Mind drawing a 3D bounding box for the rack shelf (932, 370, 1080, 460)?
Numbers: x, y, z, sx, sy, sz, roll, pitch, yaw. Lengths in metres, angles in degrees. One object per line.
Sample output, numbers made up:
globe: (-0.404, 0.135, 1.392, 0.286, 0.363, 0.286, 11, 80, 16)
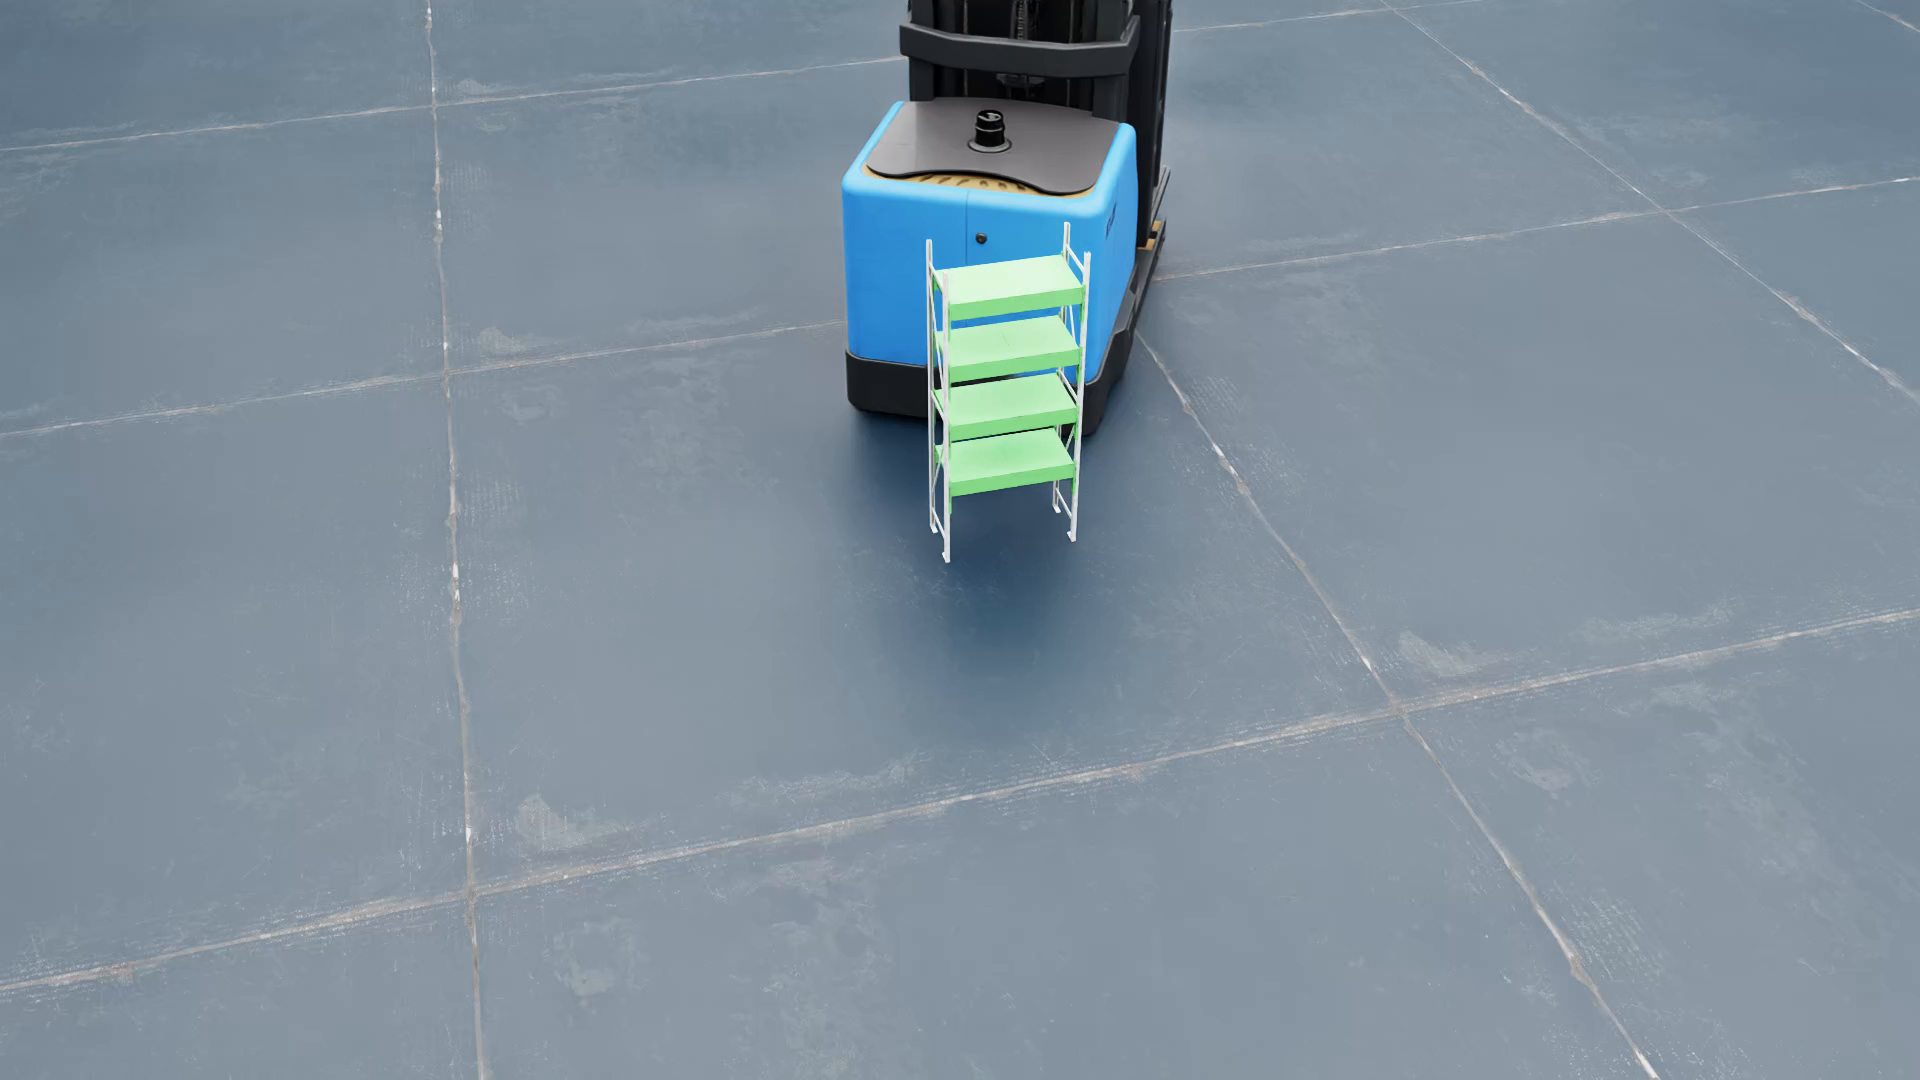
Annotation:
rack shelf: (0.160, -0.452, 5.959, 0.480, 0.148, 0.258, -9, 38, -12)

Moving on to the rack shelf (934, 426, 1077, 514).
rack shelf: (0.160, -0.261, 6.104, 0.480, 0.148, 0.258, -9, 38, -12)

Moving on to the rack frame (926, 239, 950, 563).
rack frame: (-0.076, -0.464, 5.869, 0.015, 1.200, 0.240, -9, 38, -12)

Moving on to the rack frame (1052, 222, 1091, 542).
rack frame: (0.395, -0.541, 5.970, 0.015, 1.200, 0.240, -9, 38, -12)

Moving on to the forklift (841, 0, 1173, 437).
forklift: (0.377, -2.475, 7.073, 1.130, 2.935, 3.031, 8, 38, 11)

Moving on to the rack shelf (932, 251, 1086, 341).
rack shelf: (0.160, -0.833, 5.667, 0.480, 0.148, 0.258, -9, 38, -12)

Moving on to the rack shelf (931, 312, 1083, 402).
rack shelf: (0.160, -0.643, 5.813, 0.480, 0.148, 0.258, -9, 38, -12)

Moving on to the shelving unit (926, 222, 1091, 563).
shelving unit: (0.160, -0.503, 5.920, 0.503, 1.200, 0.258, -9, 38, -12)
